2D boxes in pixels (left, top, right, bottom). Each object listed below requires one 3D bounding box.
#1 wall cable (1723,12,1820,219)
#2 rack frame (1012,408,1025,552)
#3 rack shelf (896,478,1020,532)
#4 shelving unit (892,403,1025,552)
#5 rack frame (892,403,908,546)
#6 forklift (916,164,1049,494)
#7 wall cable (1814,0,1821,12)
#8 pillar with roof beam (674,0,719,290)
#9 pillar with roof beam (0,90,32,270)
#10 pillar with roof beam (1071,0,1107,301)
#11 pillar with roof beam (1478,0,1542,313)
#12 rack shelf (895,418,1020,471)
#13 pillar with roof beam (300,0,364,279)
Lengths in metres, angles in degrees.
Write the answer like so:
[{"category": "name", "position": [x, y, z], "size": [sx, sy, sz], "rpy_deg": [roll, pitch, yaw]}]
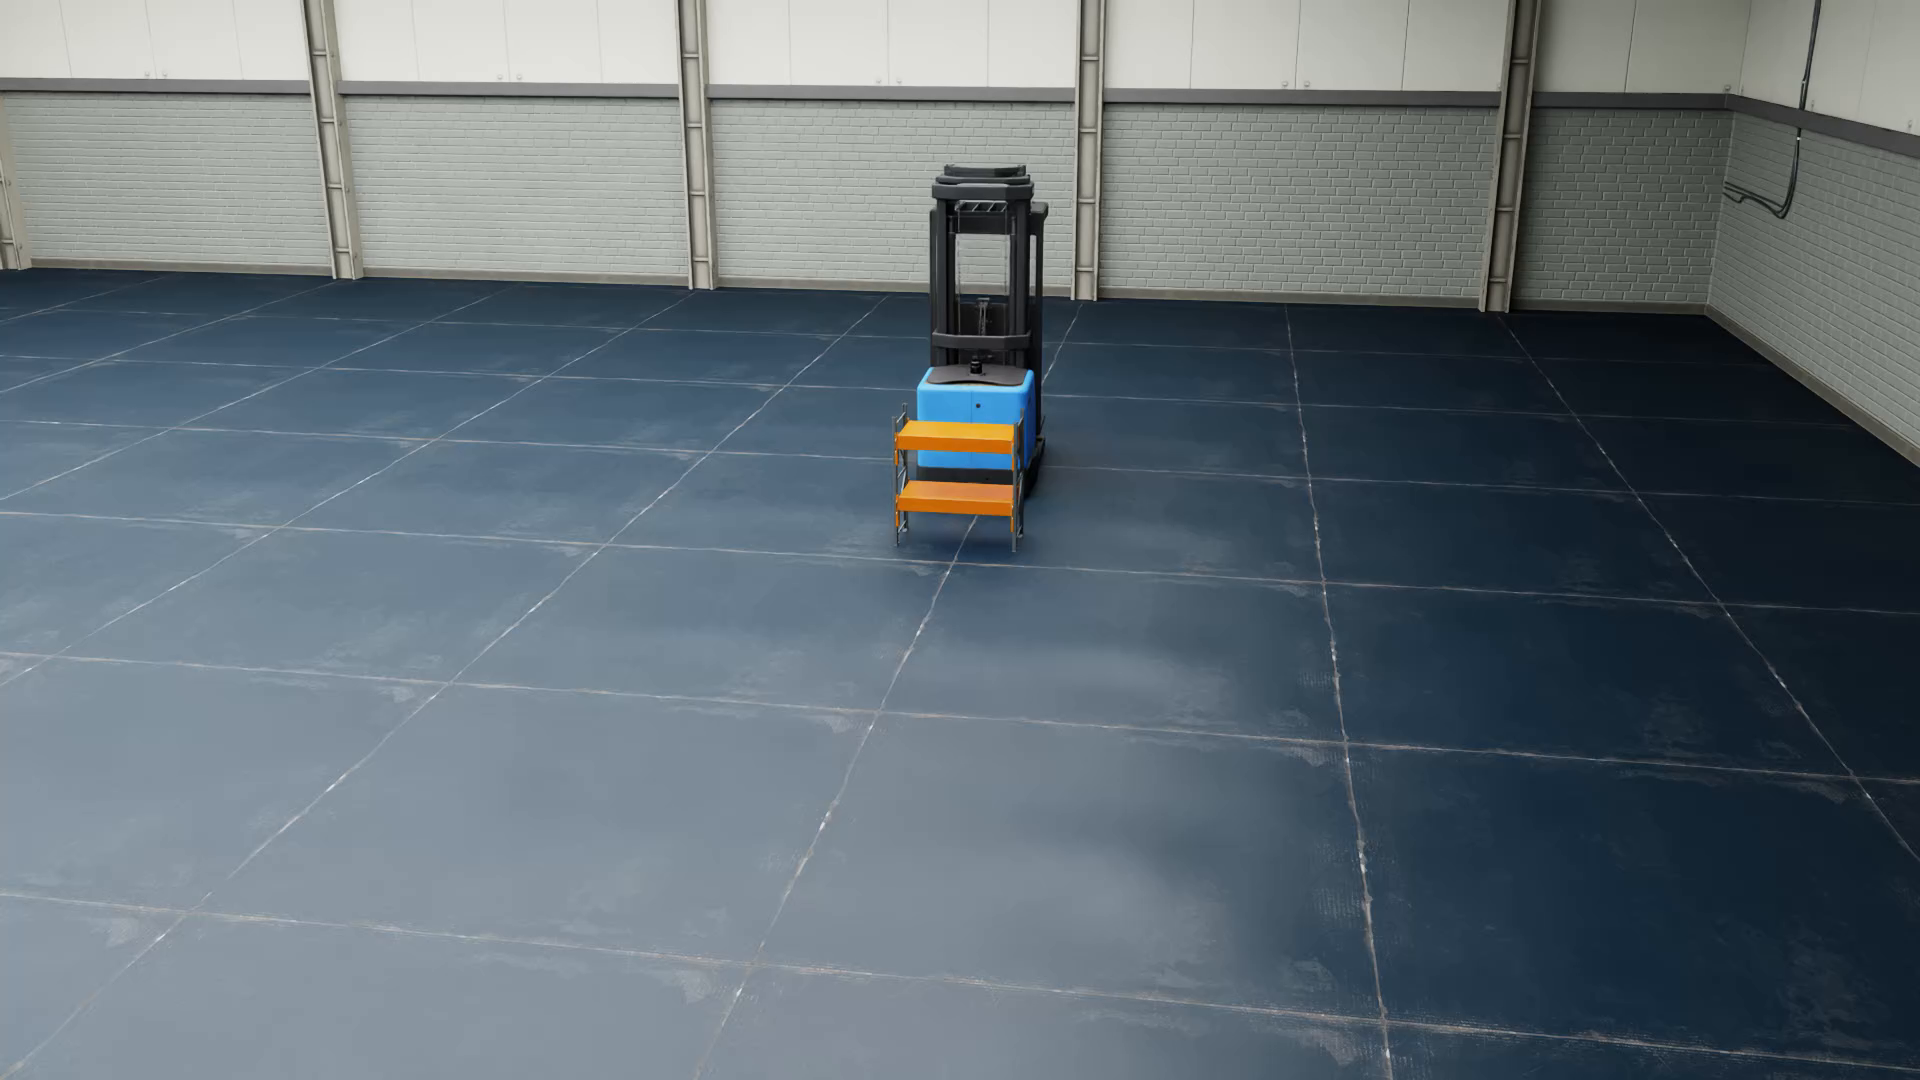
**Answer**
[{"category": "wall cable", "position": [10.518, -5.601, 21.754], "size": [0.112, 2.526, 3.097], "rpy_deg": [3, 19, 9]}, {"category": "rack frame", "position": [0.495, -0.508, 14.049], "size": [0.032, 1.125, 0.500], "rpy_deg": [3, 19, 9]}, {"category": "rack shelf", "position": [-0.007, -0.302, 14.203], "size": [1.000, 0.278, 0.538], "rpy_deg": [3, 19, 9]}, {"category": "shelving unit", "position": [-0.007, -0.534, 14.126], "size": [1.048, 1.125, 0.538], "rpy_deg": [3, 19, 9]}, {"category": "rack frame", "position": [-0.509, -0.559, 14.202], "size": [0.032, 1.125, 0.500], "rpy_deg": [3, 19, 9]}, {"category": "forklift", "position": [0.281, -2.228, 16.342], "size": [1.130, 2.935, 3.031], "rpy_deg": [2, 19, 6]}, {"category": "wall cable", "position": [10.089, -7.149, 18.420], "size": [0.112, 2.526, 3.097], "rpy_deg": [3, 19, 9]}, {"category": "pillar with roof beam", "position": [-4.711, -6.891, 20.717], "size": [0.400, 9.000, 9.100], "rpy_deg": [3, 19, 9]}, {"category": "pillar with roof beam", "position": [-16.559, -7.495, 22.522], "size": [0.400, 9.000, 9.100], "rpy_deg": [3, 19, 9]}, {"category": "pillar with roof beam", "position": [1.213, -6.589, 19.815], "size": [0.400, 9.000, 9.100], "rpy_deg": [3, 19, 9]}, {"category": "pillar with roof beam", "position": [7.137, -6.287, 18.912], "size": [0.400, 9.000, 9.100], "rpy_deg": [3, 19, 9]}, {"category": "rack shelf", "position": [-0.007, -0.811, 14.033], "size": [1.000, 0.278, 0.538], "rpy_deg": [3, 19, 9]}, {"category": "pillar with roof beam", "position": [-10.635, -7.193, 21.620], "size": [0.400, 9.000, 9.100], "rpy_deg": [3, 19, 9]}]
